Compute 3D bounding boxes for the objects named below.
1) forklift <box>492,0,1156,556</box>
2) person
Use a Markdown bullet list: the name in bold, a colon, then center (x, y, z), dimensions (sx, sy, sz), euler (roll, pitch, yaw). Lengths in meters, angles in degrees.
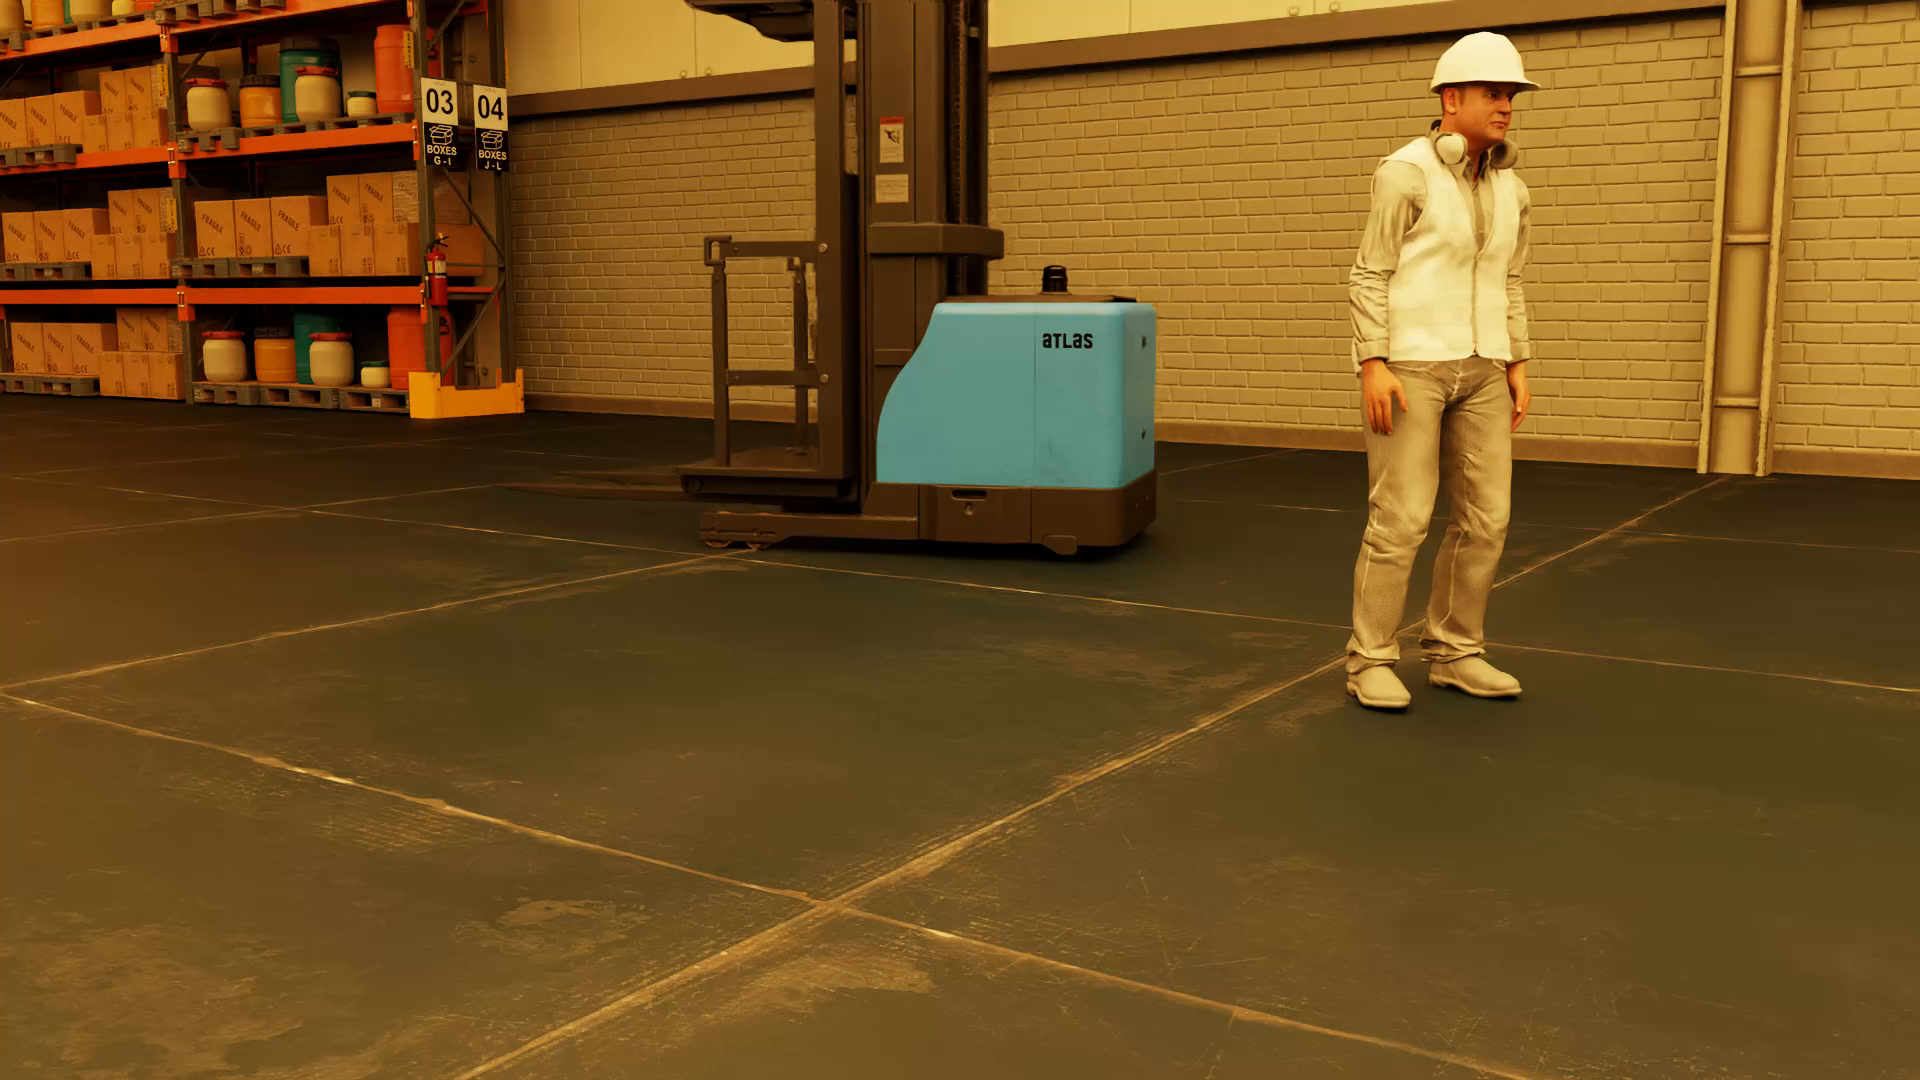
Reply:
- **forklift**: center (-0.660, -1.476, 7.573), dimensions (3.031, 2.935, 1.130), euler (2, 8, 15)
- **person**: center (1.305, -0.453, 4.505), dimensions (0.578, 1.770, 0.464), euler (-4, 9, -25)
